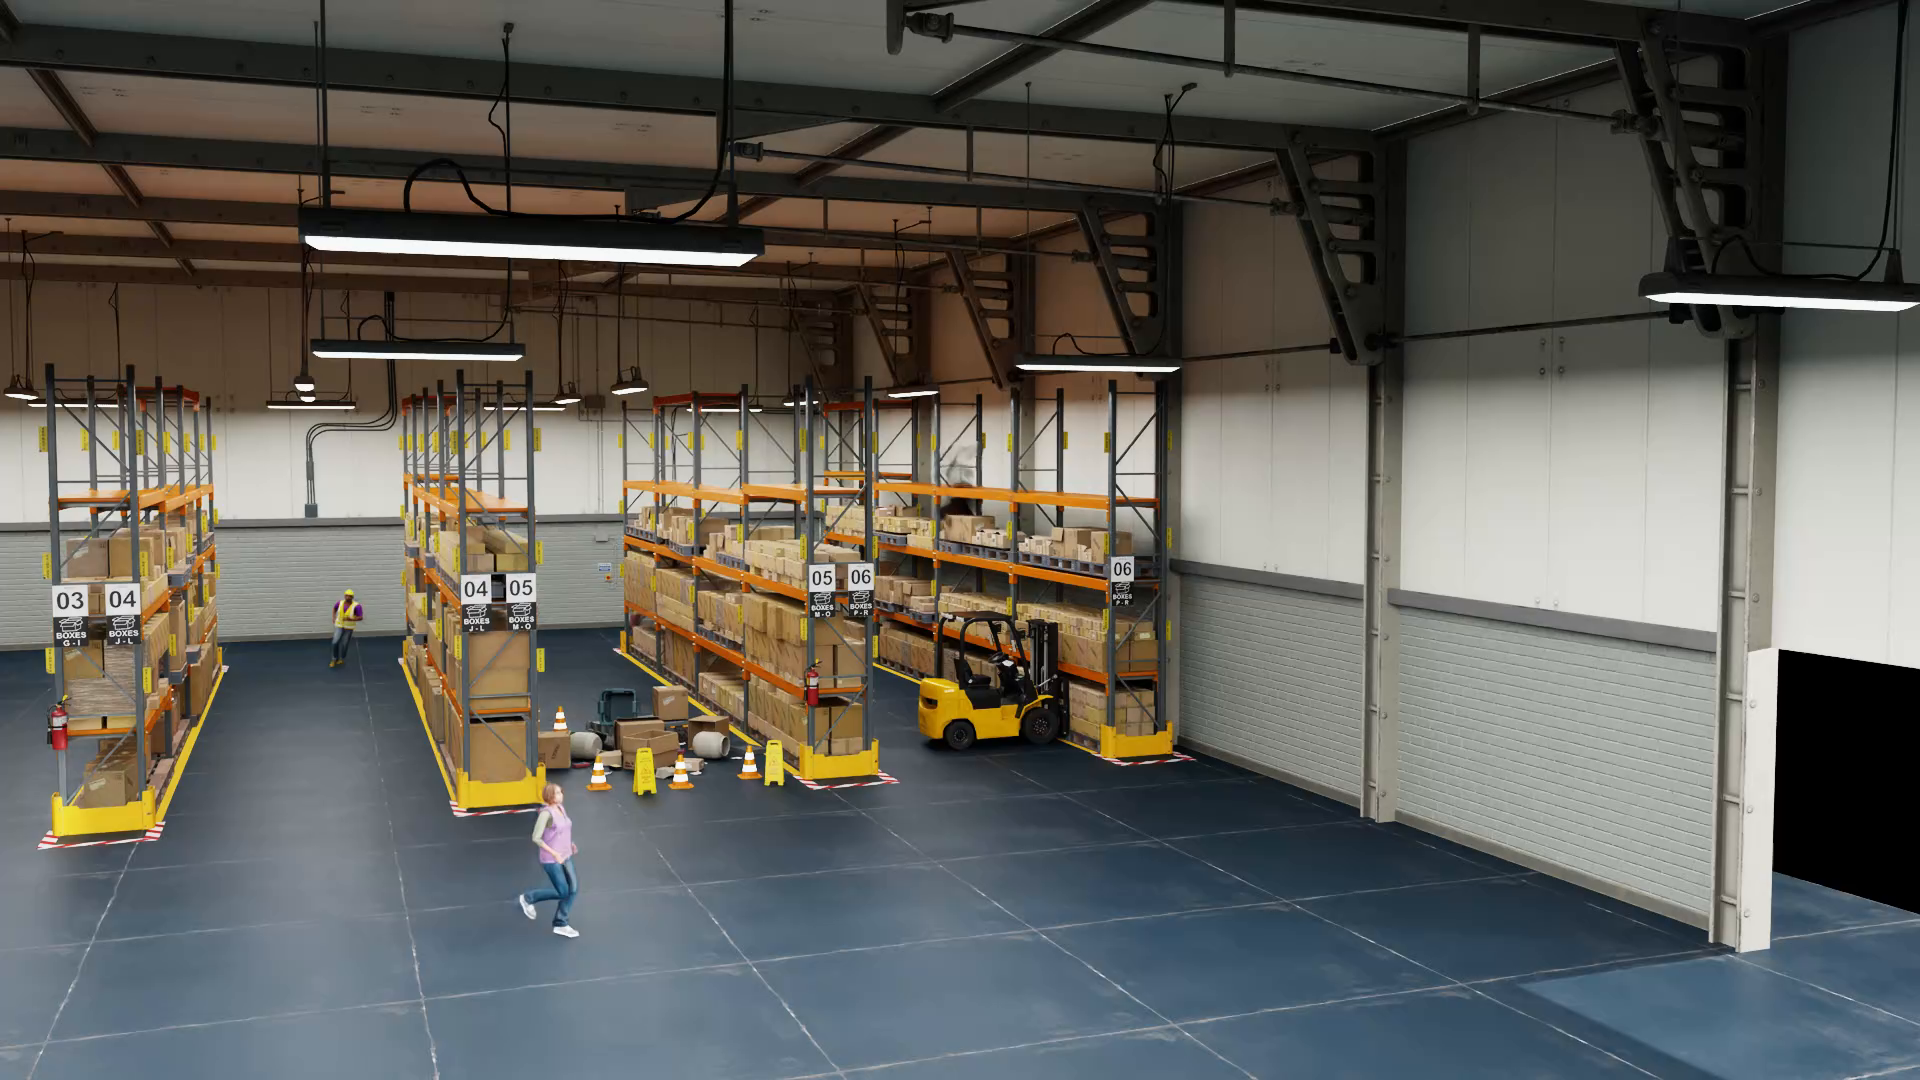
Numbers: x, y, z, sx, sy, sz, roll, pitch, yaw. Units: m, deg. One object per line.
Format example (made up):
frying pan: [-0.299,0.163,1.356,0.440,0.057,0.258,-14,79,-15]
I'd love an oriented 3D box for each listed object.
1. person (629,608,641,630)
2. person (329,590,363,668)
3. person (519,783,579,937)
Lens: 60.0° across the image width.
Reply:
person: [-7.993,1.811,41.046,0.514,1.629,0.619,0,3,-1]
person: [-13.708,1.986,37.137,0.742,1.783,0.666,0,3,-8]
person: [-4.170,3.246,16.942,0.623,1.564,0.545,1,3,15]
